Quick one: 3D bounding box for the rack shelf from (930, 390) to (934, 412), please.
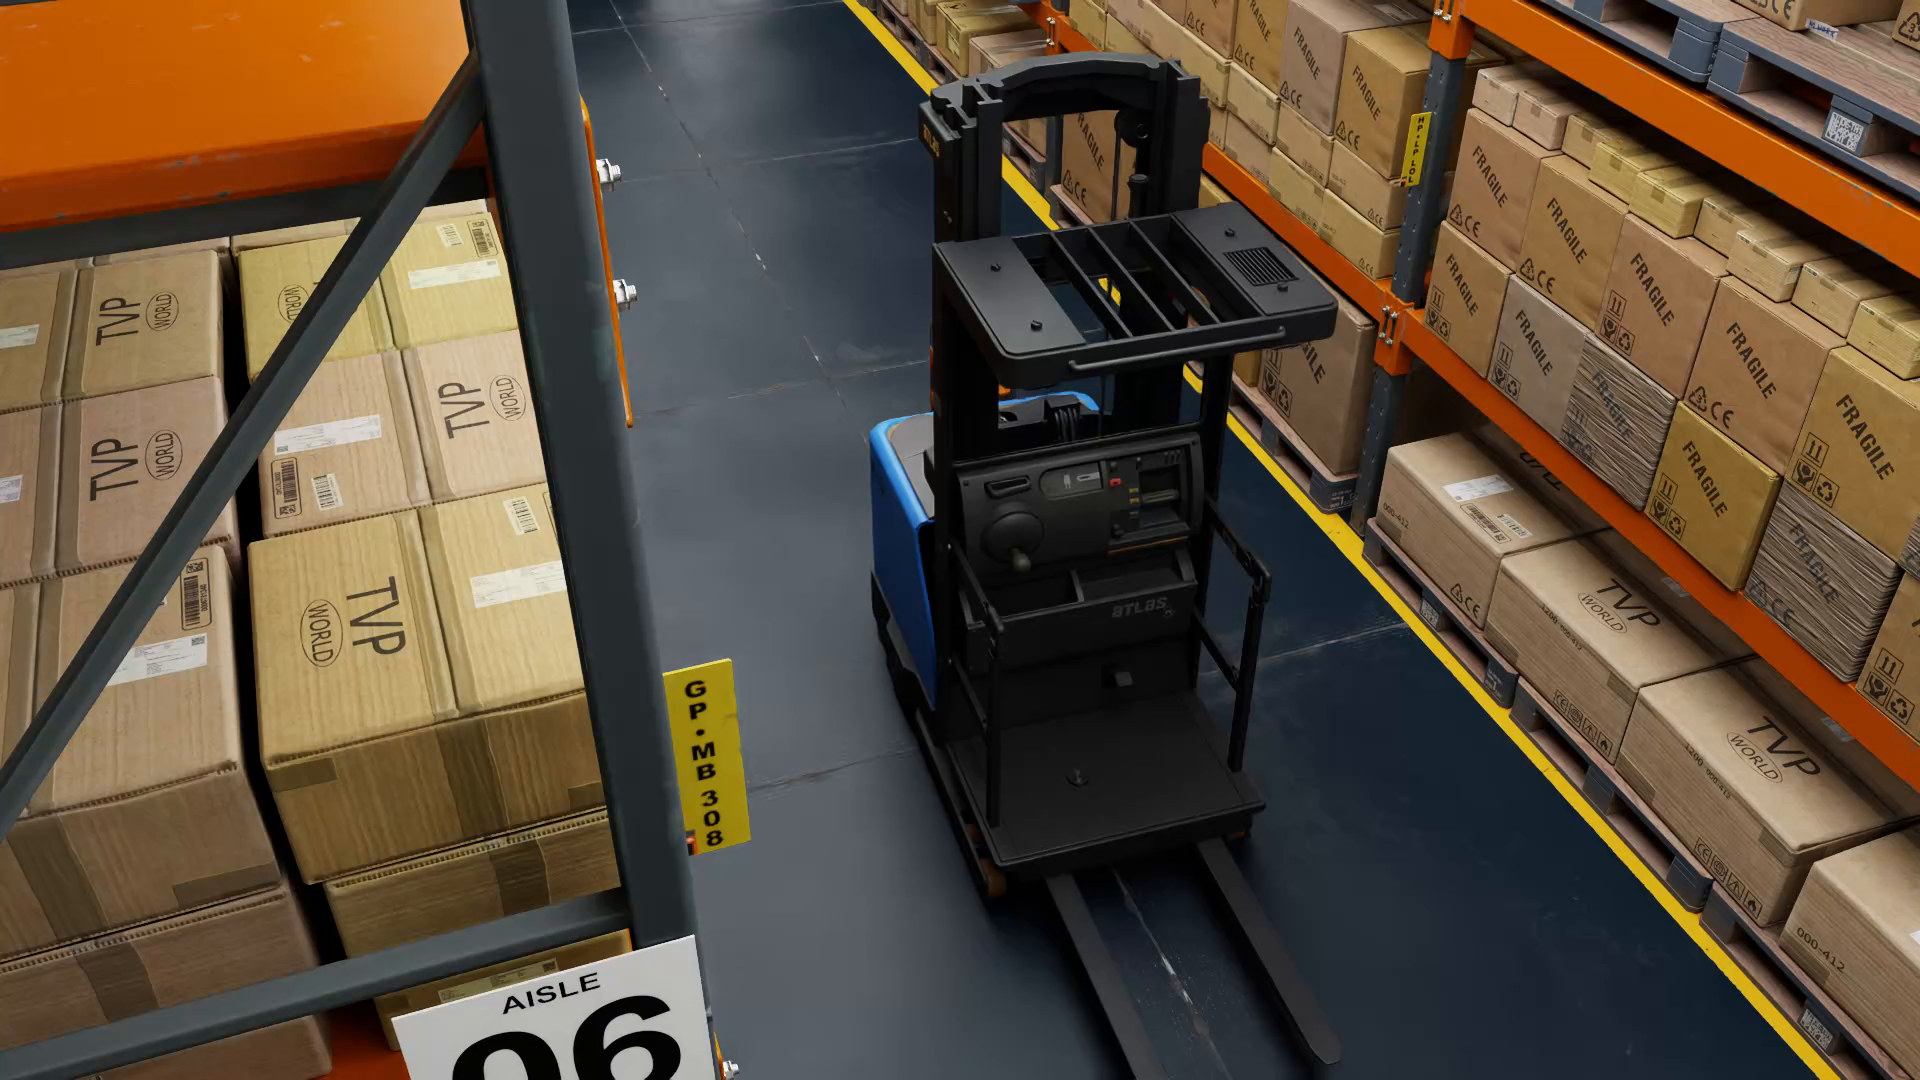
[{"bbox_3d":[0.054,-0.530,7.697,0.258,0.148,0.480,-11,38,-14],"label":"rack shelf"}]

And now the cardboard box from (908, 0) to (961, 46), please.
[{"bbox_3d":[0.122,-4.278,13.271,0.950,0.372,0.625,-10,38,-13],"label":"cardboard box"}]

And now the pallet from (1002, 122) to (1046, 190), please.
[{"bbox_3d":[0.797,-2.929,11.963,1.003,0.211,1.213,-12,39,-16],"label":"pallet"}]

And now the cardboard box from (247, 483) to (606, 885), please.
[{"bbox_3d":[-0.758,0.189,2.475,0.500,0.250,0.500,-13,39,-16],"label":"cardboard box"}]

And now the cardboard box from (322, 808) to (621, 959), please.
[{"bbox_3d":[-0.738,0.384,2.632,0.500,0.250,0.500,-13,39,-16],"label":"cardboard box"}]

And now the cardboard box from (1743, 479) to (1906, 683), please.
[{"bbox_3d":[3.059,0.085,5.560,0.500,0.500,0.500,-11,38,-15],"label":"cardboard box"}]

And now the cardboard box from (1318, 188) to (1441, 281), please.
[{"bbox_3d":[2.050,-1.483,7.850,0.500,0.250,0.500,-13,39,-17],"label":"cardboard box"}]

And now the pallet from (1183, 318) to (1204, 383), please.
[{"bbox_3d":[1.681,-1.338,9.851,1.003,0.211,1.213,-12,39,-16],"label":"pallet"}]

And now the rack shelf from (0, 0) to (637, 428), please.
[{"bbox_3d":[-1.530,-1.289,3.083,1.077,0.370,4.000,-12,39,-16],"label":"rack shelf"}]

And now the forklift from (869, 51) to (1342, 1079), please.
[{"bbox_3d":[0.515,-0.061,5.895,1.130,2.935,3.031,-11,38,-14],"label":"forklift"}]

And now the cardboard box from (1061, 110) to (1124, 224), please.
[{"bbox_3d":[1.225,-2.513,10.510,0.875,0.875,0.875,-13,39,-16],"label":"cardboard box"}]

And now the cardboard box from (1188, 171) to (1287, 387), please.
[{"bbox_3d":[1.835,-1.503,9.169,0.875,0.875,0.875,-11,38,-15],"label":"cardboard box"}]

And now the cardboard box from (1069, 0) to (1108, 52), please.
[{"bbox_3d":[0.997,-3.213,10.147,0.500,0.250,0.500,-13,39,-17],"label":"cardboard box"}]

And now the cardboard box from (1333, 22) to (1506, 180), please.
[{"bbox_3d":[2.052,-1.981,7.473,0.500,0.500,0.500,-11,38,-14],"label":"cardboard box"}]

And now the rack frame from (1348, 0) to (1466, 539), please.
[{"bbox_3d":[2.441,-1.342,7.538,1.000,3.000,0.127,-12,39,-16],"label":"rack frame"}]

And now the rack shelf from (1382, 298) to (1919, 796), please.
[{"bbox_3d":[3.130,0.076,6.254,1.077,0.370,4.000,-12,39,-16],"label":"rack shelf"}]

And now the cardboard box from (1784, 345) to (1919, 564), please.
[{"bbox_3d":[3.054,-0.313,5.259,0.500,0.500,0.500,-13,39,-16],"label":"cardboard box"}]

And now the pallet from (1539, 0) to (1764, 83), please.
[{"bbox_3d":[2.713,-2.040,6.046,1.003,0.211,1.213,-12,39,-16],"label":"pallet"}]

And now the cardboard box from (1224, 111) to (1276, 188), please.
[{"bbox_3d":[1.720,-2.060,8.616,0.500,0.250,0.500,-13,39,-17],"label":"cardboard box"}]

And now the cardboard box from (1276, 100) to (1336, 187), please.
[{"bbox_3d":[1.882,-1.961,8.069,0.500,0.250,0.500,-12,38,-15],"label":"cardboard box"}]

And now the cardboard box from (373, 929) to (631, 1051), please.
[{"bbox_3d":[-0.733,0.622,2.647,0.380,0.149,0.250,-12,39,-15],"label":"cardboard box"}]

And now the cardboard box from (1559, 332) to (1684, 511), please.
[{"bbox_3d":[2.691,-0.495,6.331,0.500,0.500,0.500,-12,39,-16],"label":"cardboard box"}]

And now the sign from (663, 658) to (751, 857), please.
[{"bbox_3d":[-0.332,0.288,2.155,0.100,0.325,0.005,-12,39,-16],"label":"sign"}]

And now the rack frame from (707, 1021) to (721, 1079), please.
[{"bbox_3d":[-0.841,1.948,3.171,1.000,3.000,0.127,-12,39,-16],"label":"rack frame"}]

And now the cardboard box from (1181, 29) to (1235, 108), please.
[{"bbox_3d":[1.506,-2.538,8.835,0.500,0.250,0.500,-12,39,-15],"label":"cardboard box"}]

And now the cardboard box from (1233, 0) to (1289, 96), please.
[{"bbox_3d":[1.711,-2.562,8.245,0.500,0.500,0.500,-11,38,-15],"label":"cardboard box"}]

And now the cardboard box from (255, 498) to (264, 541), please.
[{"bbox_3d":[-1.437,0.209,2.864,0.500,0.250,0.500,-12,39,-16],"label":"cardboard box"}]

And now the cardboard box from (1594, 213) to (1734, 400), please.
[{"bbox_3d":[2.711,-0.883,6.015,0.500,0.500,0.500,-12,39,-15],"label":"cardboard box"}]

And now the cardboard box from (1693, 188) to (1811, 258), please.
[{"bbox_3d":[2.793,-1.097,5.760,0.380,0.149,0.250,-13,39,-16],"label":"cardboard box"}]

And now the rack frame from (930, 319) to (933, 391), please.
[{"bbox_3d":[-0.020,-0.545,7.977,0.240,1.200,0.015,-11,38,-14],"label":"rack frame"}]

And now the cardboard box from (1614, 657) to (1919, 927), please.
[{"bbox_3d":[3.174,0.906,6.334,0.875,0.438,0.875,-11,38,-15],"label":"cardboard box"}]

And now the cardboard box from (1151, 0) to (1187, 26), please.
[{"bbox_3d":[1.348,-3.138,9.008,0.500,0.500,0.500,-11,38,-15],"label":"cardboard box"}]

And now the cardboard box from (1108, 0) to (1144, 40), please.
[{"bbox_3d":[1.184,-3.111,9.597,0.500,0.250,0.500,-12,39,-15],"label":"cardboard box"}]

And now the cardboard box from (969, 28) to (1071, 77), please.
[{"bbox_3d":[0.618,-3.456,12.180,0.950,0.372,0.625,-13,39,-17],"label":"cardboard box"}]

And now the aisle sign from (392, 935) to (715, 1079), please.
[{"bbox_3d":[-0.542,0.887,2.418,0.394,0.787,0.004,-12,39,-16],"label":"aisle sign"}]

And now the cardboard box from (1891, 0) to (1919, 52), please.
[{"bbox_3d":[3.265,-1.698,5.002,0.500,0.500,0.500,-12,39,-15],"label":"cardboard box"}]

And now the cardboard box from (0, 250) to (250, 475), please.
[{"bbox_3d":[-1.622,-0.285,3.104,0.500,0.250,0.500,-12,39,-15],"label":"cardboard box"}]

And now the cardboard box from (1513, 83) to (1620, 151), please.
[{"bbox_3d":[2.410,-1.666,6.516,0.380,0.149,0.250,-12,39,-15],"label":"cardboard box"}]

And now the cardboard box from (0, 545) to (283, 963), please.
[{"bbox_3d":[-1.256,0.298,2.330,0.500,0.250,0.500,-13,39,-17],"label":"cardboard box"}]

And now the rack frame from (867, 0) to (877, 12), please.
[{"bbox_3d":[-0.312,-5.861,13.538,1.000,3.000,0.127,-12,39,-16],"label":"rack frame"}]

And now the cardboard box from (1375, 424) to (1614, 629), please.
[{"bbox_3d":[2.557,-0.109,7.682,0.875,0.438,0.875,-13,39,-17],"label":"cardboard box"}]

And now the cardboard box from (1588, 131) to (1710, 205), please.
[{"bbox_3d":[2.565,-1.378,6.133,0.380,0.149,0.250,-13,39,-16],"label":"cardboard box"}]

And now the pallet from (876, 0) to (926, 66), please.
[{"bbox_3d":[-0.042,-4.307,13.793,1.003,0.211,1.213,-12,39,-16],"label":"pallet"}]

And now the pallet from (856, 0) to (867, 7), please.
[{"bbox_3d":[-0.576,-5.119,14.871,1.003,0.211,1.213,-12,39,-16],"label":"pallet"}]

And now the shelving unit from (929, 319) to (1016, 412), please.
[{"bbox_3d":[0.054,-0.405,7.791,0.258,1.200,0.503,-11,38,-14],"label":"shelving unit"}]

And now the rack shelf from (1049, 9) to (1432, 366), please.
[{"bbox_3d":[1.753,-2.184,9.254,1.077,0.370,4.000,-12,39,-16],"label":"rack shelf"}]

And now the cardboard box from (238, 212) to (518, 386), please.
[{"bbox_3d":[-1.101,-0.384,3.235,0.500,0.250,0.500,-13,39,-17],"label":"cardboard box"}]

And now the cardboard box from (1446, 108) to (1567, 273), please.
[{"bbox_3d":[2.378,-1.462,6.783,0.500,0.500,0.500,-12,39,-16],"label":"cardboard box"}]

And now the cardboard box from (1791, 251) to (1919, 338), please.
[{"bbox_3d":[2.943,-0.803,5.370,0.380,0.149,0.250,-11,38,-14],"label":"cardboard box"}]

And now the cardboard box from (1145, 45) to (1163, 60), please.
[{"bbox_3d":[1.365,-2.629,9.371,0.500,0.250,0.500,-11,38,-14],"label":"cardboard box"}]

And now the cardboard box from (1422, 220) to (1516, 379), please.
[{"bbox_3d":[2.357,-1.062,7.084,0.500,0.500,0.500,-11,38,-14],"label":"cardboard box"}]

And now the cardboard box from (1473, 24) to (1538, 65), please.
[{"bbox_3d":[2.560,-2.089,7.616,0.500,0.500,0.500,-12,39,-15],"label":"cardboard box"}]

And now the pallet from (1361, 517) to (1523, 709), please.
[{"bbox_3d":[2.630,0.218,7.785,1.003,0.211,1.213,-12,39,-16],"label":"pallet"}]

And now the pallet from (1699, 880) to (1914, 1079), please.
[{"bbox_3d":[3.469,1.596,5.955,1.003,0.211,1.213,-12,39,-16],"label":"pallet"}]
